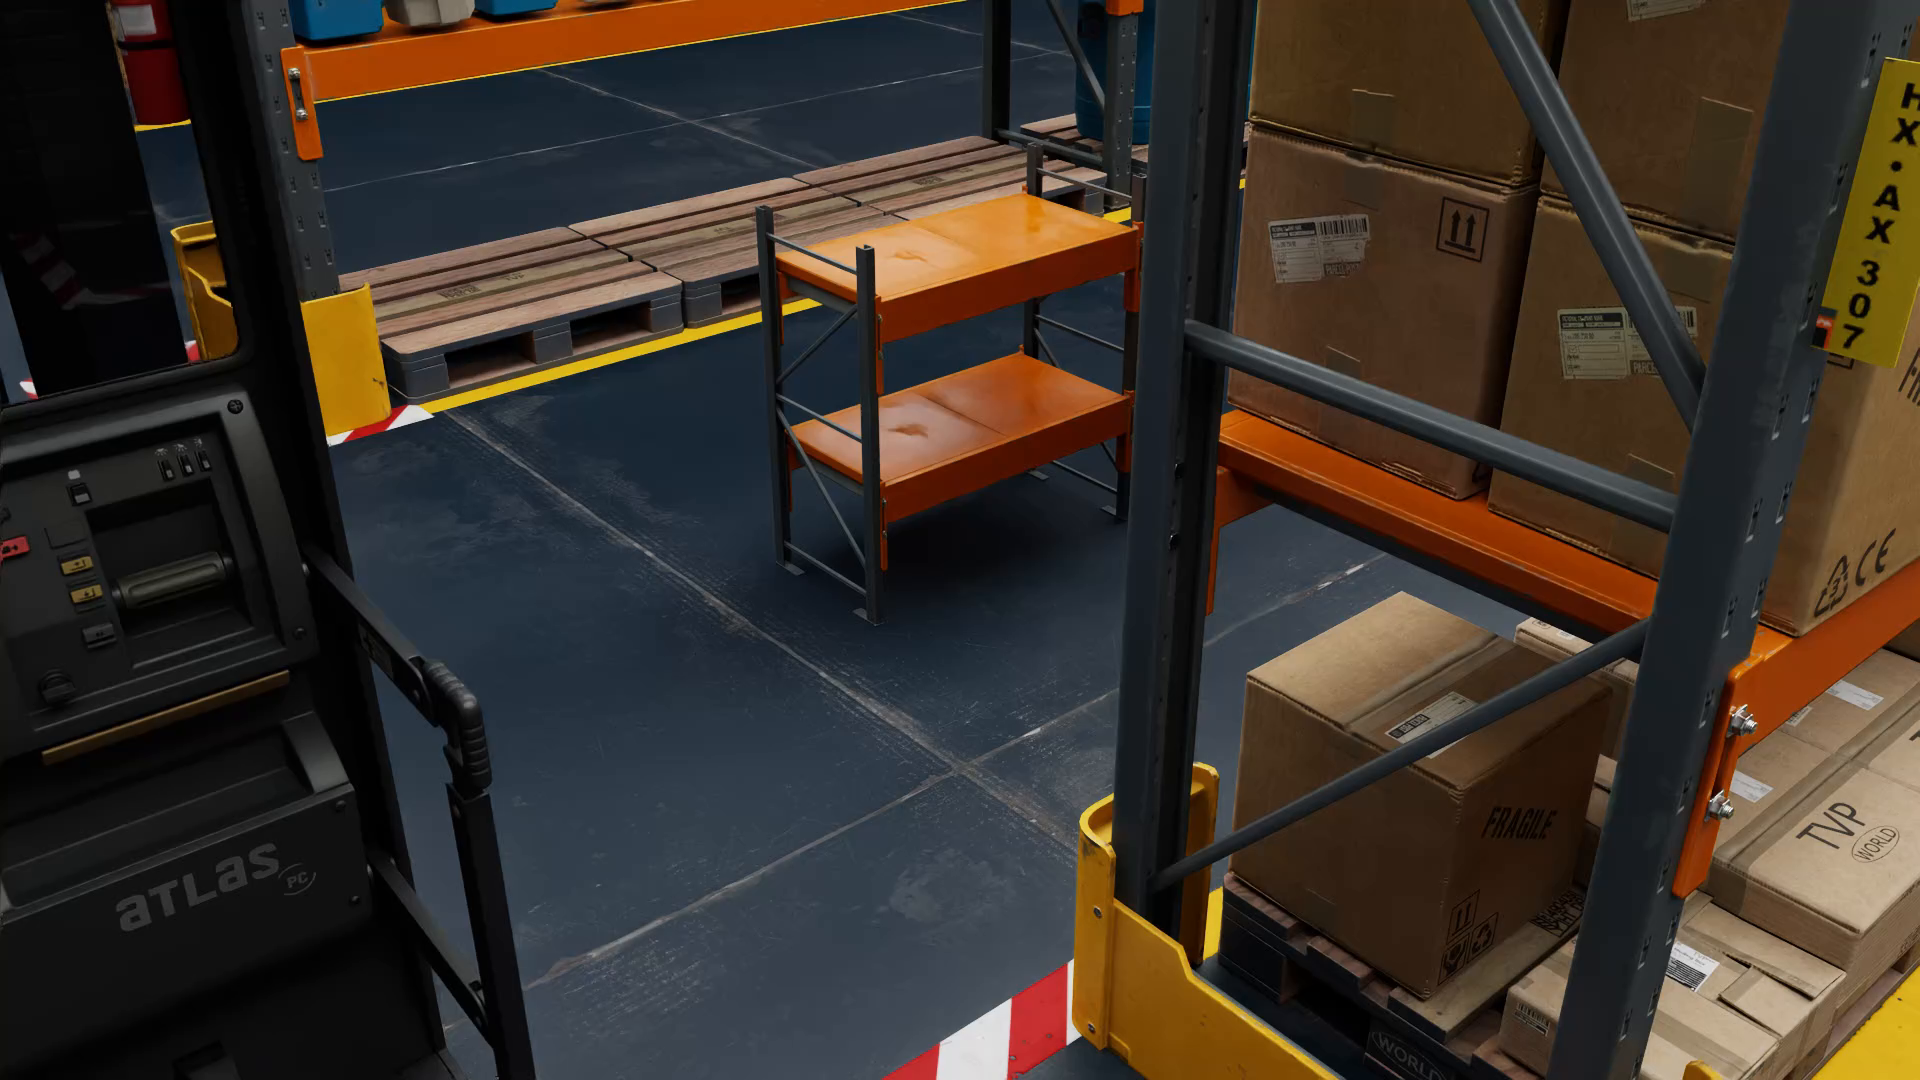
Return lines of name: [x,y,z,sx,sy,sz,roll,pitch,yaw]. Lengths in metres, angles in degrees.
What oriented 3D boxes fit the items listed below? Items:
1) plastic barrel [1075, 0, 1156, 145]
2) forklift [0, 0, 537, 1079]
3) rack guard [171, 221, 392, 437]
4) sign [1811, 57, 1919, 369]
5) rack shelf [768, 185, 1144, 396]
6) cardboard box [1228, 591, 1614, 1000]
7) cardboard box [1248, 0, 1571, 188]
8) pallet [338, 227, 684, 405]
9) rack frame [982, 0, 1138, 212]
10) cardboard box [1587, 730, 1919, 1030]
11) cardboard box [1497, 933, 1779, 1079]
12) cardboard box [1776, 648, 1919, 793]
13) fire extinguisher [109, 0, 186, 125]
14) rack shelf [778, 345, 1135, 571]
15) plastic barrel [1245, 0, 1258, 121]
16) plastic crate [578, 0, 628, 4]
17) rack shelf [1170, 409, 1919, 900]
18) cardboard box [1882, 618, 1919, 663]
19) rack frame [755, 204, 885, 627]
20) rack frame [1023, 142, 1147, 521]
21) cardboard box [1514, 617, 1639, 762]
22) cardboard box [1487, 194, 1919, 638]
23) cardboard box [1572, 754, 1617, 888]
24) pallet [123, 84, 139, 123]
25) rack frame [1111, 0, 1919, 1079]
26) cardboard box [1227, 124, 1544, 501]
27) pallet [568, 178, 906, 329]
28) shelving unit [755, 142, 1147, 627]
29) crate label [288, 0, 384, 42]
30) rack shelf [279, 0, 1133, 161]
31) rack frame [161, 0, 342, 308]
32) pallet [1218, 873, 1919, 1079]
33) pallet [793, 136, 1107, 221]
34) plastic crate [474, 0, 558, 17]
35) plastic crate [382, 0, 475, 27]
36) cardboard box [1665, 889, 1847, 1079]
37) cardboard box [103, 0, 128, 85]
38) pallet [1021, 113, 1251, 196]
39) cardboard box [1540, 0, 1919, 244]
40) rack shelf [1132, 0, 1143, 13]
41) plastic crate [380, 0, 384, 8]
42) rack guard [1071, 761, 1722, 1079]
plastic barrel: [0.910,-2.585,8.685,0.708,0.901,0.600,-22,35,-35]
forklift: [-1.179,0.129,1.899,1.130,2.935,3.031,-21,34,-33]
rack guard: [-2.568,-0.827,6.267,0.348,0.500,1.175,-22,35,-35]
sign: [1.007,-0.351,1.806,0.005,0.325,0.100,-22,35,-35]
rack shelf: [-0.005,-0.752,4.843,1.000,0.278,0.538,-22,35,-35]
cardboard box: [0.908,0.490,3.336,0.500,0.500,0.500,-22,35,-35]
cardboard box: [0.814,-0.884,2.554,0.500,0.500,0.500,-22,35,-35]
pallet: [-1.905,-0.950,6.803,1.213,0.211,1.003,-22,35,-35]
rack frame: [0.485,-3.165,7.990,0.127,3.000,1.000,-22,35,-35]
cardboard box: [1.632,0.637,3.326,0.500,0.250,0.500,-22,35,-35]
cardboard box: [1.196,0.895,2.952,0.250,0.149,0.380,-22,35,-35]
cardboard box: [2.013,0.484,3.612,0.500,0.250,0.500,-22,35,-35]
fire extinguisher: [-2.967,-1.859,6.025,0.183,0.674,0.296,-22,35,-35]
rack shelf: [-0.005,-0.278,5.096,1.000,0.278,0.538,-22,35,-35]
plastic barrel: [1.449,-2.801,9.090,0.708,0.901,0.600,-22,35,-35]
plastic crate: [-1.342,-2.085,6.185,0.298,0.136,0.250,-22,35,-35]
rack shelf: [2.176,-0.458,3.689,4.000,0.370,1.077,-22,35,-35]
cardboard box: [2.271,0.096,4.070,0.637,0.503,0.797,-22,35,-35]
rack frame: [-0.392,-0.339,4.690,0.032,1.125,0.500,-22,35,-35]
rack frame: [0.382,-0.650,5.272,0.032,1.125,0.500,-22,35,-35]
cardboard box: [1.650,0.320,3.919,0.500,0.250,0.500,-22,35,-35]
cardboard box: [1.163,-0.249,2.428,0.500,0.500,0.500,-21,35,-34]
cardboard box: [1.275,0.545,3.586,0.250,0.166,0.380,-22,35,-35]
pallet: [-5.215,-2.760,10.190,1.213,0.211,1.003,-22,35,-35]
rack frame: [0.654,-0.164,2.374,0.127,3.000,1.000,-22,35,-35]
cardboard box: [0.818,-0.443,2.790,0.500,0.500,0.500,-21,34,-33]
pallet: [-0.978,-1.321,7.498,1.213,0.211,1.003,-22,35,-35]
shelving unit: [-0.005,-0.494,4.981,1.048,1.125,0.538,-22,35,-35]
crate label: [-2.156,-1.851,5.646,0.303,0.233,0.416,-22,35,-35]
rack shelf: [-1.036,-2.236,7.014,4.000,0.370,1.077,-22,35,-35]
rack frame: [-2.558,-1.941,5.700,0.127,3.000,1.000,-22,35,-35]
pallet: [1.318,0.799,3.532,1.213,0.211,1.003,-22,35,-35]
pallet: [-0.049,-1.696,8.200,1.213,0.211,1.003,-22,35,-35]
plastic crate: [-1.655,-2.053,6.022,0.300,0.233,0.416,-22,35,-35]
plastic crate: [-1.859,-1.877,5.796,0.298,0.136,0.250,-22,35,-35]
cardboard box: [1.386,0.810,3.091,0.250,0.166,0.380,-22,35,-35]
cardboard box: [-5.338,-3.190,9.845,0.875,0.875,0.875,-22,35,-35]
pallet: [1.099,-2.156,9.061,1.213,0.211,1.003,-22,35,-35]
cardboard box: [1.163,-0.690,2.192,0.500,0.500,0.500,-21,34,-33]
rack shelf: [2.007,-3.459,9.304,4.000,0.370,1.077,-22,35,-35]
plastic crate: [-2.424,-2.153,5.994,0.499,0.435,0.616,-22,35,-35]
rack guard: [0.712,0.915,3.007,0.348,0.500,1.175,-22,35,-35]
